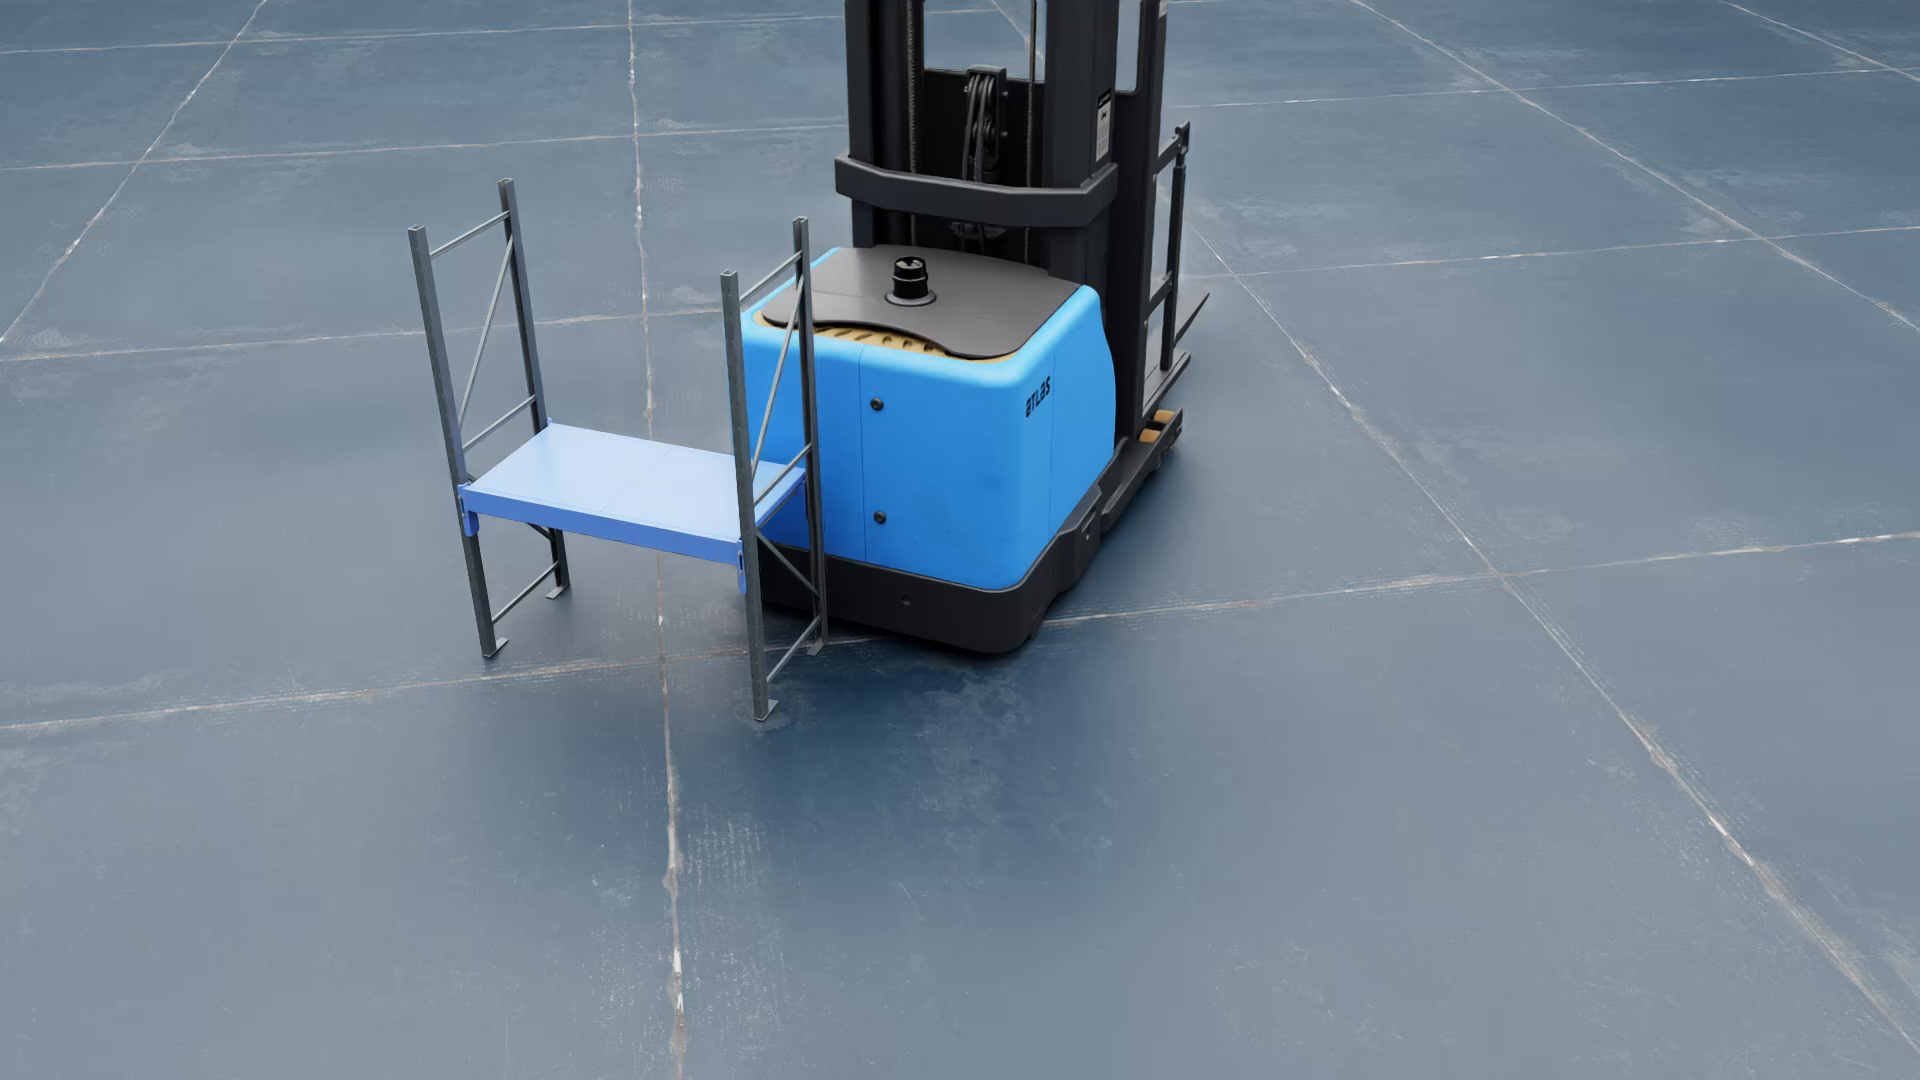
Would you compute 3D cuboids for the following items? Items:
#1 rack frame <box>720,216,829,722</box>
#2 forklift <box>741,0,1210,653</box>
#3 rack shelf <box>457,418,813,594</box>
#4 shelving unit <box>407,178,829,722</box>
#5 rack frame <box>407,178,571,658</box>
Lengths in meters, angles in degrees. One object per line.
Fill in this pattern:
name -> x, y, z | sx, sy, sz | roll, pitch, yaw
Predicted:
rack frame -> -0.550, -0.190, 5.094 | 0.032, 1.500, 0.500 | 11, 32, 18
forklift -> 0.275, -1.621, 6.115 | 1.130, 2.935, 3.031 | 12, 33, 20
rack shelf -> -1.026, -0.126, 5.339 | 1.000, 0.185, 0.538 | 11, 32, 18
shelving unit -> -1.026, -0.281, 5.248 | 1.048, 1.500, 0.538 | 11, 32, 18
rack frame -> -1.502, -0.371, 5.401 | 0.032, 1.500, 0.500 | 11, 32, 18
